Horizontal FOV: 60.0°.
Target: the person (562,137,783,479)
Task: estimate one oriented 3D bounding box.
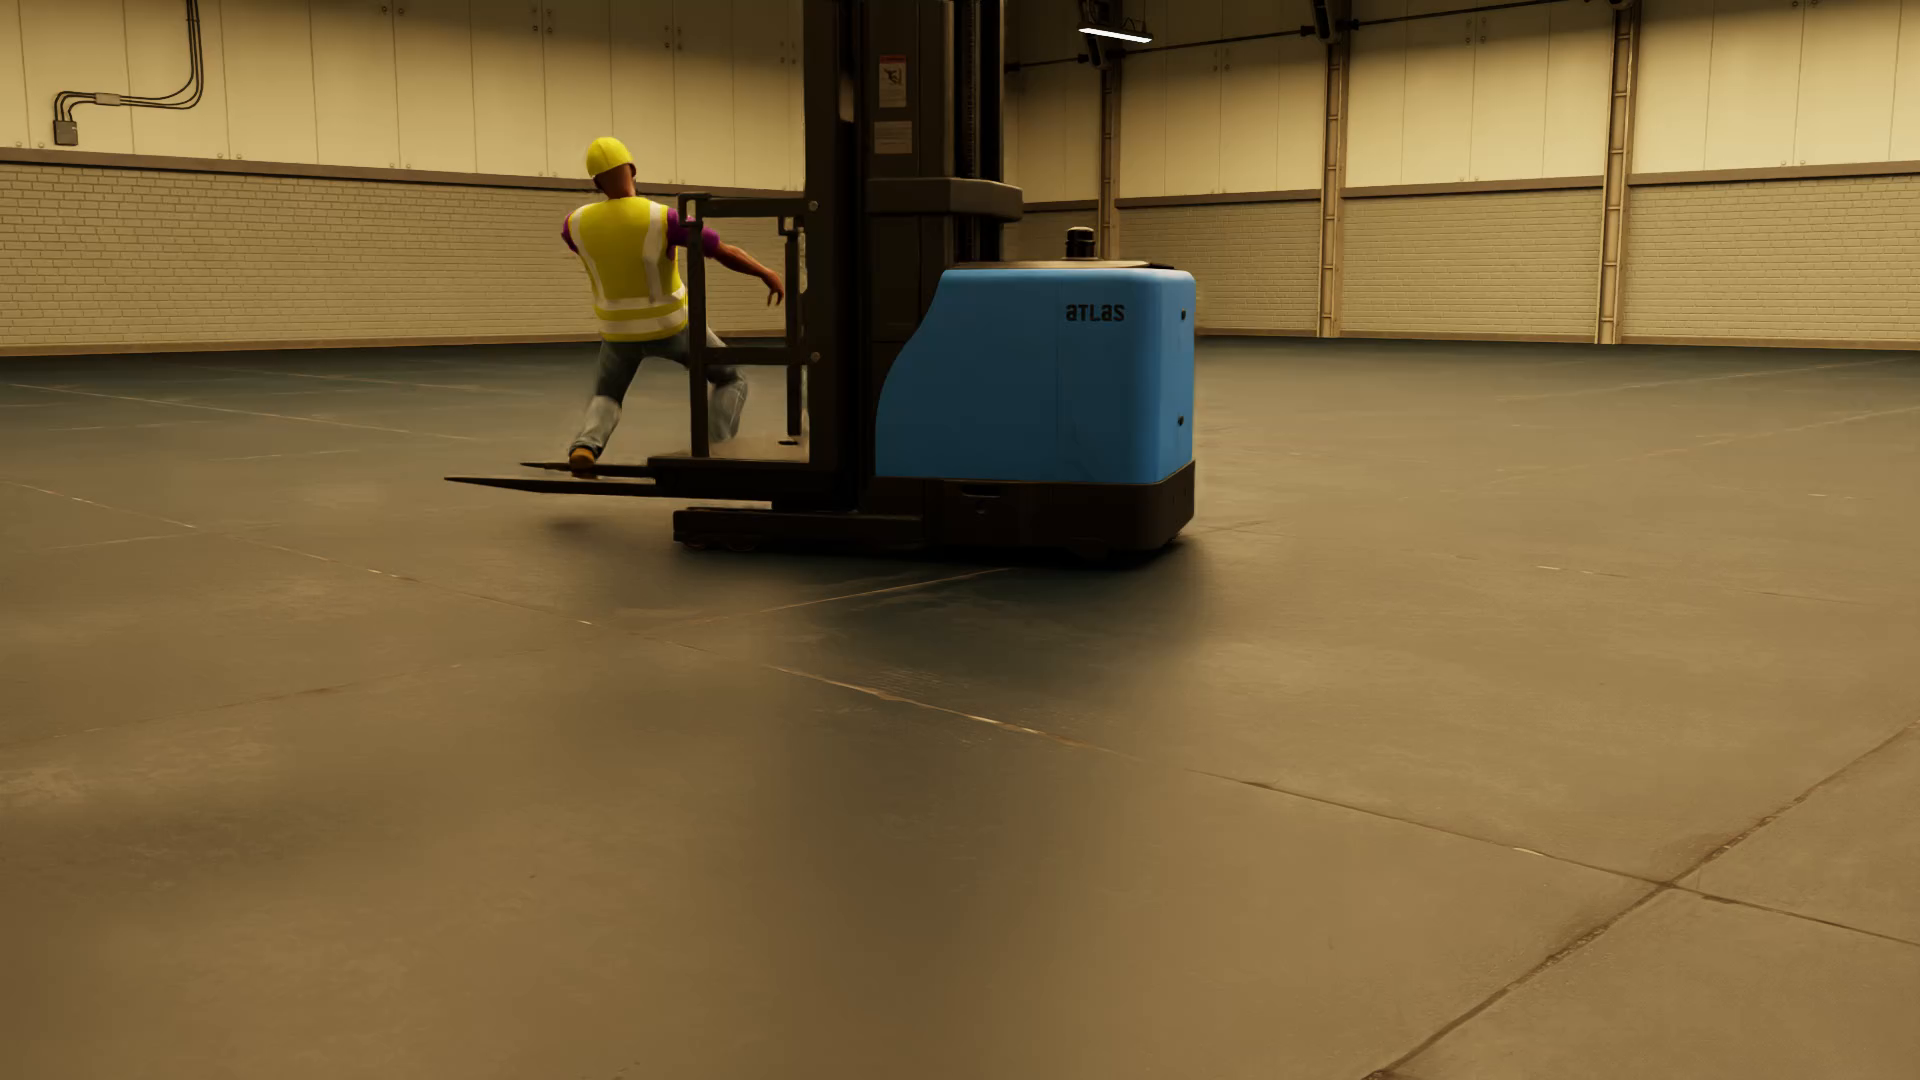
[{"bbox_3d":[-1.292,-1.015,7.575,0.932,1.556,0.804,1,9,7],"label":"person"}]

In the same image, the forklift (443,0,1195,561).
[{"bbox_3d":[-0.611,-1.472,6.652,3.031,2.935,1.130,2,9,16],"label":"forklift"}]
